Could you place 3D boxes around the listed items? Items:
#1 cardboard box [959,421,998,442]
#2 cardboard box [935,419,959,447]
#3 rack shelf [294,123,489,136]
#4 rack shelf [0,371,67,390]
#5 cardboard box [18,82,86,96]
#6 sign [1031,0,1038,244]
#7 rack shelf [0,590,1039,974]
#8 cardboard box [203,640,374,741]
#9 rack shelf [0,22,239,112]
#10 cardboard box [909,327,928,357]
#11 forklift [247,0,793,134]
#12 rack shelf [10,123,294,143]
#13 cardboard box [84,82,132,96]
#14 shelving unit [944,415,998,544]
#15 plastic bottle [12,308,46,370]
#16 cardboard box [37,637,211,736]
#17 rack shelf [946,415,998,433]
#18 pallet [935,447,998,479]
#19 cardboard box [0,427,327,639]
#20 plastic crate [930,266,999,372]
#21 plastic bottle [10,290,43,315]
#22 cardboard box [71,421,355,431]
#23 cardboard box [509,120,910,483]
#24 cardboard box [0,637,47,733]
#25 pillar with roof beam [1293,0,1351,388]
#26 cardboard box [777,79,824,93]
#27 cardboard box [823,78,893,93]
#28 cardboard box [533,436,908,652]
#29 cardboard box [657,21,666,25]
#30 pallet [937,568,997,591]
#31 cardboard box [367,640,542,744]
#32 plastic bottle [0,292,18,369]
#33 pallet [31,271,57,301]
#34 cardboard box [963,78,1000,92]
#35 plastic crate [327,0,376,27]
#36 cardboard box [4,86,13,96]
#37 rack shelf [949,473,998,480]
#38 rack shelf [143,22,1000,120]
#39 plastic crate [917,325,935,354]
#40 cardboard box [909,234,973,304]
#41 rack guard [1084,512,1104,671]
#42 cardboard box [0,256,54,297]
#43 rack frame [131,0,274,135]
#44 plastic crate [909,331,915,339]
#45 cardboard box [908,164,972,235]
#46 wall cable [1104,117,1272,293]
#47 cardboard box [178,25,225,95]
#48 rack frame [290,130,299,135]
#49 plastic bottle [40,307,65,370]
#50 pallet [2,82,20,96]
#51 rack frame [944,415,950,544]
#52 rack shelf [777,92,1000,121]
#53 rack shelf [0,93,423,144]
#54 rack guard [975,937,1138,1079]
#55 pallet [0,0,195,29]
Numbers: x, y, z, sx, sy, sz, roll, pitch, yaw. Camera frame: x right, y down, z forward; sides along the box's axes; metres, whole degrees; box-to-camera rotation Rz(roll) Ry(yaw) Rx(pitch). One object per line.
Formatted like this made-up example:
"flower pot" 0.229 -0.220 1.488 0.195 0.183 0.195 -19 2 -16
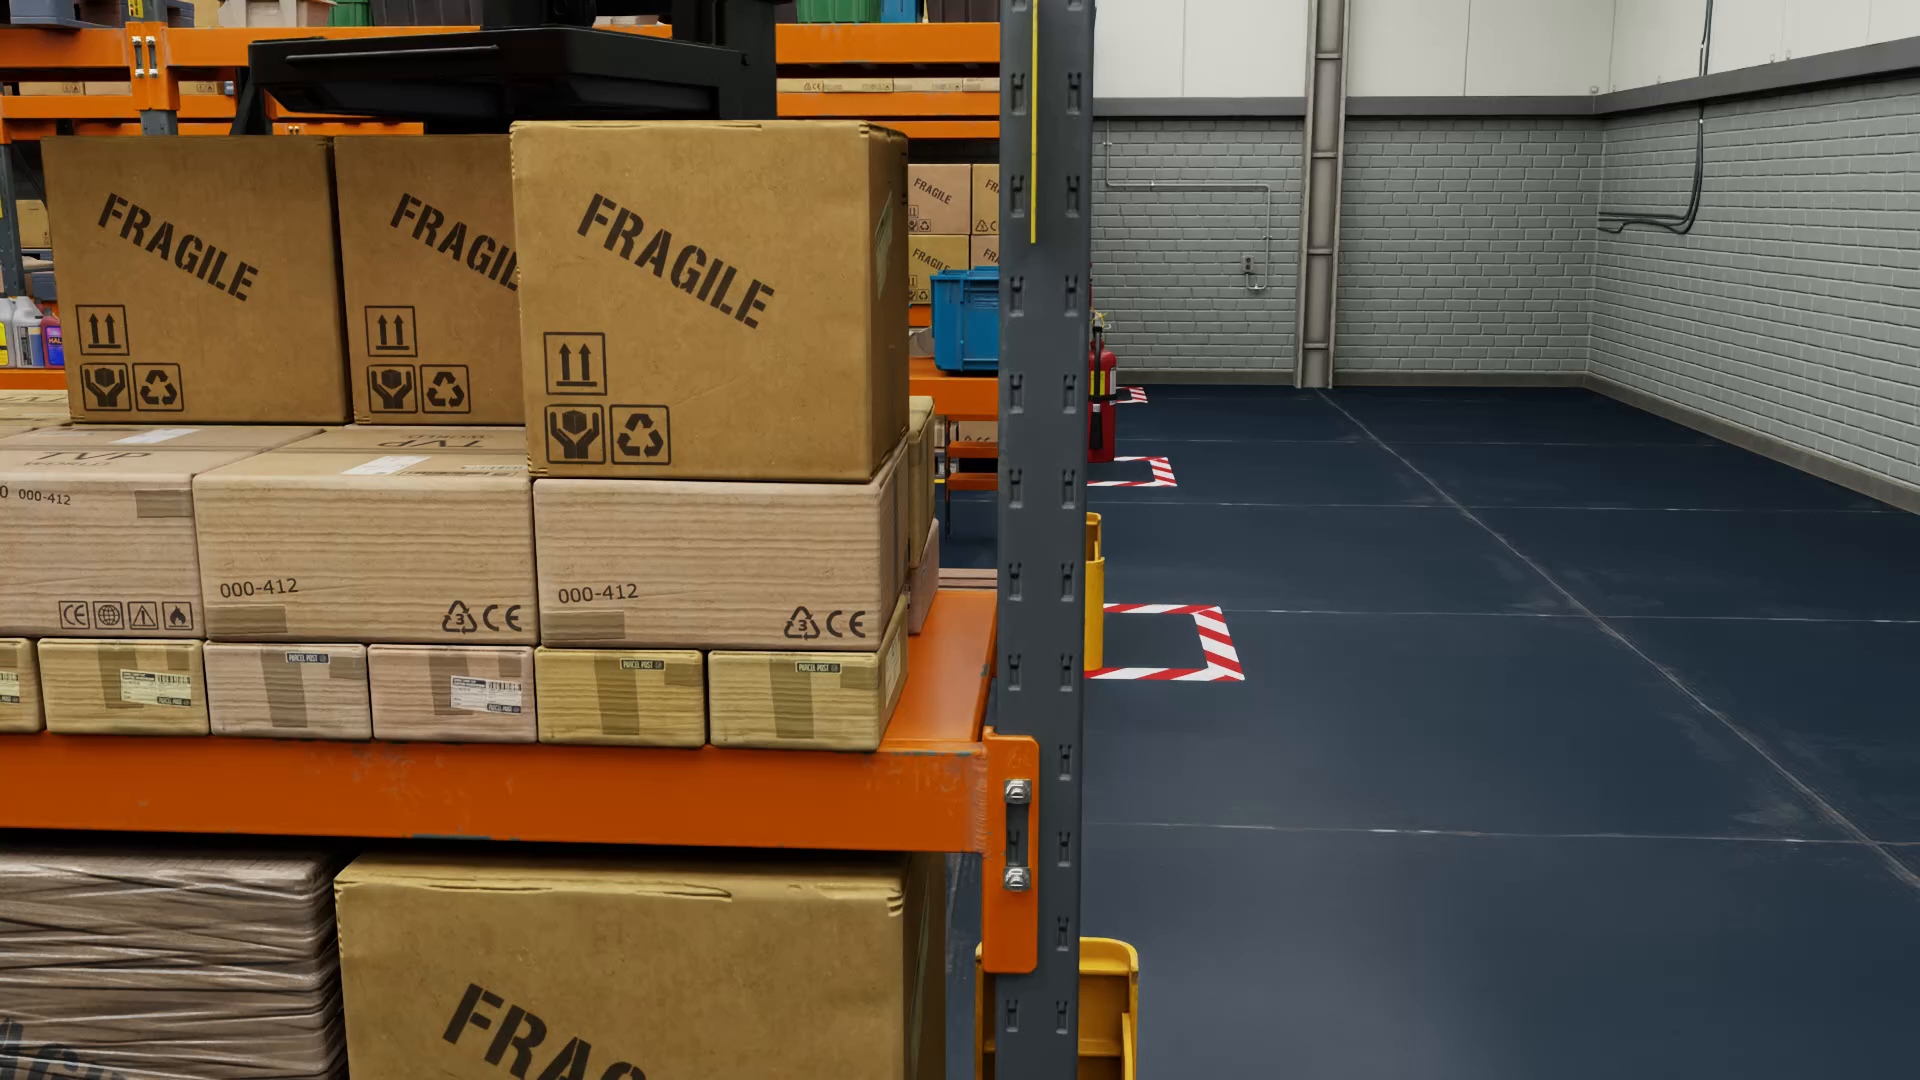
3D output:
"cardboard box" 0.256 -0.960 12.561 0.500 0.500 0.500 1 12 4
"cardboard box" -0.142 -0.820 12.710 0.250 0.166 0.380 1 12 4
"rack shelf" -4.844 -4.221 17.552 4.000 0.370 1.077 1 12 4
"rack shelf" -5.506 -0.729 8.184 4.000 0.370 1.077 1 12 4
"cardboard box" -6.729 -3.638 12.766 0.500 0.500 0.910 1 12 4
"sign" 0.099 -0.559 2.209 0.005 0.325 0.100 1 12 4
"rack shelf" -1.846 0.338 3.085 4.000 0.370 1.077 1 12 4
"cardboard box" -0.988 0.188 2.658 0.250 0.149 0.380 1 12 5
"rack shelf" -5.506 -2.197 7.877 4.000 0.370 1.077 1 12 4
"cardboard box" -0.564 -2.008 17.619 0.500 0.500 0.700 0 12 2
"forklift" -1.238 -0.359 4.825 1.130 2.935 3.031 6 13 25
"rack shelf" -8.835 -4.276 17.814 4.000 0.370 1.077 1 12 4
"cardboard box" -6.220 -3.631 12.732 0.500 0.500 0.910 1 12 4
"shelving unit" 0.163 -0.585 10.135 0.499 1.200 0.258 1 12 4
"plastic bottle" -4.290 -0.937 7.726 0.135 0.276 0.152 1 12 4
"cardboard box" -1.247 0.184 2.674 0.250 0.149 0.380 1 12 2
"rack shelf" 0.165 -0.738 10.102 0.480 0.148 0.258 1 12 4
"pallet" -27.335 -2.474 0.118 54.027 8.999 28.867 1 12 4
"cardboard box" -1.366 -0.026 2.705 0.500 0.250 0.500 0 12 2
"plastic crate" 0.134 -1.012 7.548 0.499 0.435 0.616 1 12 4
"plastic bottle" -4.440 -1.005 7.866 0.185 0.351 0.144 1 12 4
"cardboard box" -1.331 -0.134 3.225 0.500 0.250 0.500 0 12 2
"cardboard box" -0.354 -0.379 2.564 0.500 0.500 0.500 1 12 4
"cardboard box" -1.506 0.181 2.690 0.250 0.149 0.380 1 12 4
"pillar with roof beam" 3.607 -5.220 13.243 0.400 9.000 9.100 1 12 4
"cardboard box" -1.211 -3.382 12.152 0.500 0.250 0.500 1 12 4
"cardboard box" -0.713 -3.372 12.103 0.500 0.250 0.500 1 12 4
"cardboard box" -0.352 -0.012 2.638 0.500 0.250 0.500 1 12 3
"cardboard box" -2.208 -3.641 12.169 0.500 0.250 0.500 1 12 4
"pallet" -0.340 0.347 8.095 1.213 0.211 1.003 1 12 4
"cardboard box" -0.739 0.191 2.641 0.250 0.149 0.380 1 12 4
"plastic bottle" -4.449 -0.975 7.725 0.185 0.351 0.144 1 12 4
"pallet" -6.486 -2.032 13.122 1.003 0.211 1.213 1 12 4
"cardboard box" 0.285 -3.359 12.040 0.500 0.250 0.500 1 12 4
"plastic crate" -3.068 -2.474 7.962 0.662 0.188 0.450 1 12 4
"cardboard box" -10.290 -4.886 17.704 0.500 0.500 0.500 3 12 12
"rack shelf" 0.165 -0.363 10.181 0.457 0.050 0.221 1 12 4
"rack shelf" -1.515 -2.142 7.615 4.000 0.370 1.077 1 12 4
"plastic crate" -0.058 -0.991 8.178 0.298 0.136 0.250 1 12 4
"cardboard box" -0.168 -2.017 12.339 0.500 0.500 0.500 1 12 4
"rack guard" 0.505 0.222 7.985 0.348 0.500 1.175 1 12 4
"cardboard box" -7.527 -2.091 13.154 0.500 0.311 0.500 2 12 7
"rack frame" -3.510 -1.054 7.980 0.127 3.000 1.000 1 12 4
"plastic crate" -0.345 -0.874 7.615 0.243 0.136 0.396 1 12 4
"cardboard box" -0.151 -2.506 12.235 0.500 0.500 0.500 1 12 5
"wall cable" 2.483 -3.696 18.130 1.851 1.984 0.084 1 12 4
"cardboard box" -5.702 -3.624 12.698 0.500 0.500 0.910 1 12 4
"rack frame" -6.840 -3.132 17.917 0.127 3.000 1.000 1 12 4
"plastic bottle" -4.159 -0.930 7.672 0.133 0.283 0.061 1 12 4
"pallet" -7.850 -3.487 12.748 1.003 0.211 1.213 1 12 6
"rack frame" -0.078 -0.588 10.150 0.015 1.200 0.240 1 12 4
"rack shelf" -1.180 -3.154 12.453 4.000 0.370 1.077 1 12 4
"rack shelf" -5.171 -3.209 12.714 4.000 0.370 1.077 1 12 4
"rack guard" 0.174 1.237 3.135 0.348 0.500 1.175 1 12 4
"pallet" -6.198 -1.587 10.504 5.144 3.011 6.198 1 12 4
